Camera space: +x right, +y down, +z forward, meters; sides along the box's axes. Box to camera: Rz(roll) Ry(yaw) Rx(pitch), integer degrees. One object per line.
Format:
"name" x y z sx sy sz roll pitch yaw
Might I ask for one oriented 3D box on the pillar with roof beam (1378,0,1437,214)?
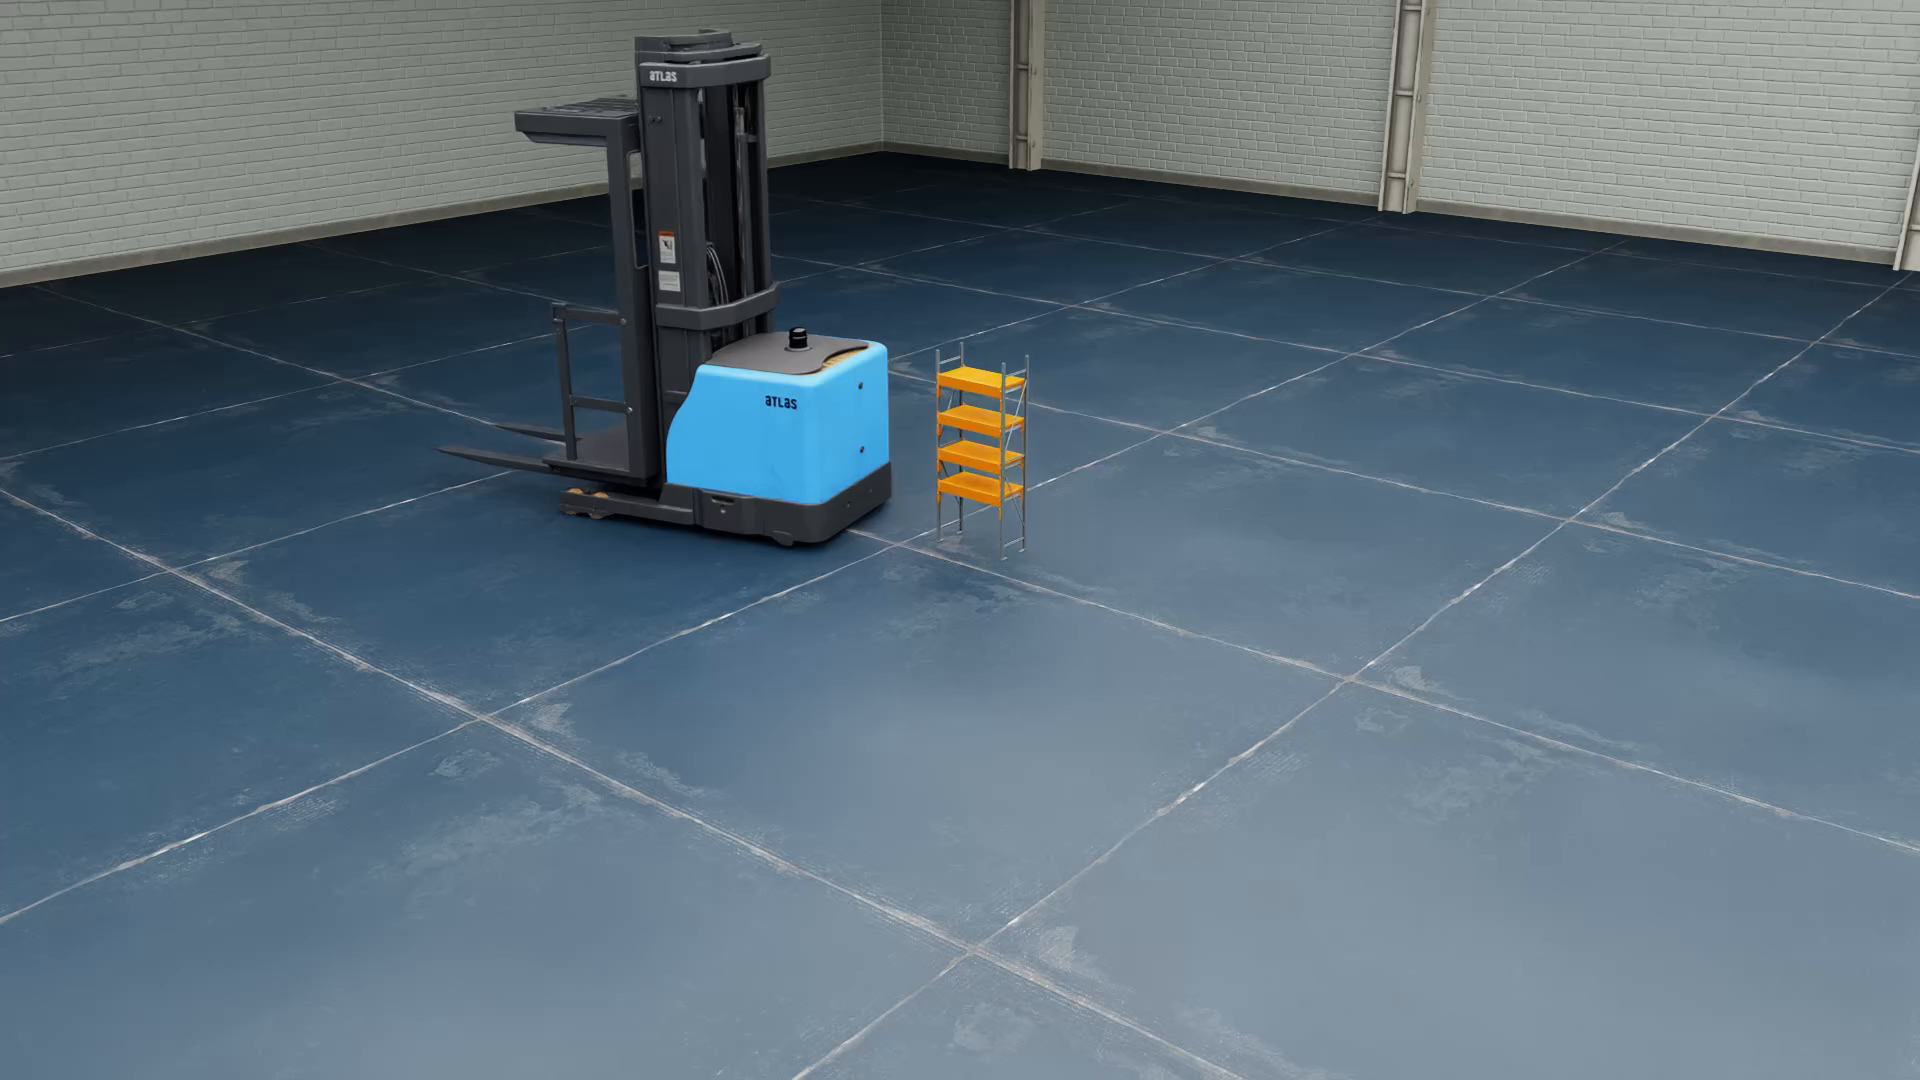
"pillar with roof beam" 2.908 -7.278 16.715 0.400 9.000 9.100 16 26 36

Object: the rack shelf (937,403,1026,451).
"rack shelf" 0.128 -0.671 9.803 0.480 0.148 0.258 16 26 36

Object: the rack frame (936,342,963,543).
"rack frame" -0.061 -0.579 10.003 0.015 1.200 0.240 16 26 36

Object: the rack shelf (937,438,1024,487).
"rack shelf" 0.128 -0.462 9.882 0.480 0.148 0.258 16 26 36

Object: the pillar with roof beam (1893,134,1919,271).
"pillar with roof beam" 7.557 -5.939 13.165 0.400 9.000 9.100 16 26 36

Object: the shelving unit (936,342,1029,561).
"shelving unit" 0.128 -0.524 9.859 0.503 1.200 0.258 16 26 36

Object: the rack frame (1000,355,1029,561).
"rack frame" 0.317 -0.470 9.714 0.015 1.200 0.240 16 26 36

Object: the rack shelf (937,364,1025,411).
"rack shelf" 0.128 -0.892 9.720 0.480 0.148 0.258 16 26 36

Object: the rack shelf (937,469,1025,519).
"rack shelf" 0.128 -0.276 9.952 0.480 0.148 0.258 16 26 36

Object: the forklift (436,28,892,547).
"forklift" -2.001 -1.662 10.422 3.031 2.935 1.130 9 22 23

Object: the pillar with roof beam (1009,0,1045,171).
"pillar with roof beam" -1.740 -8.617 20.264 0.400 9.000 9.100 16 26 36
